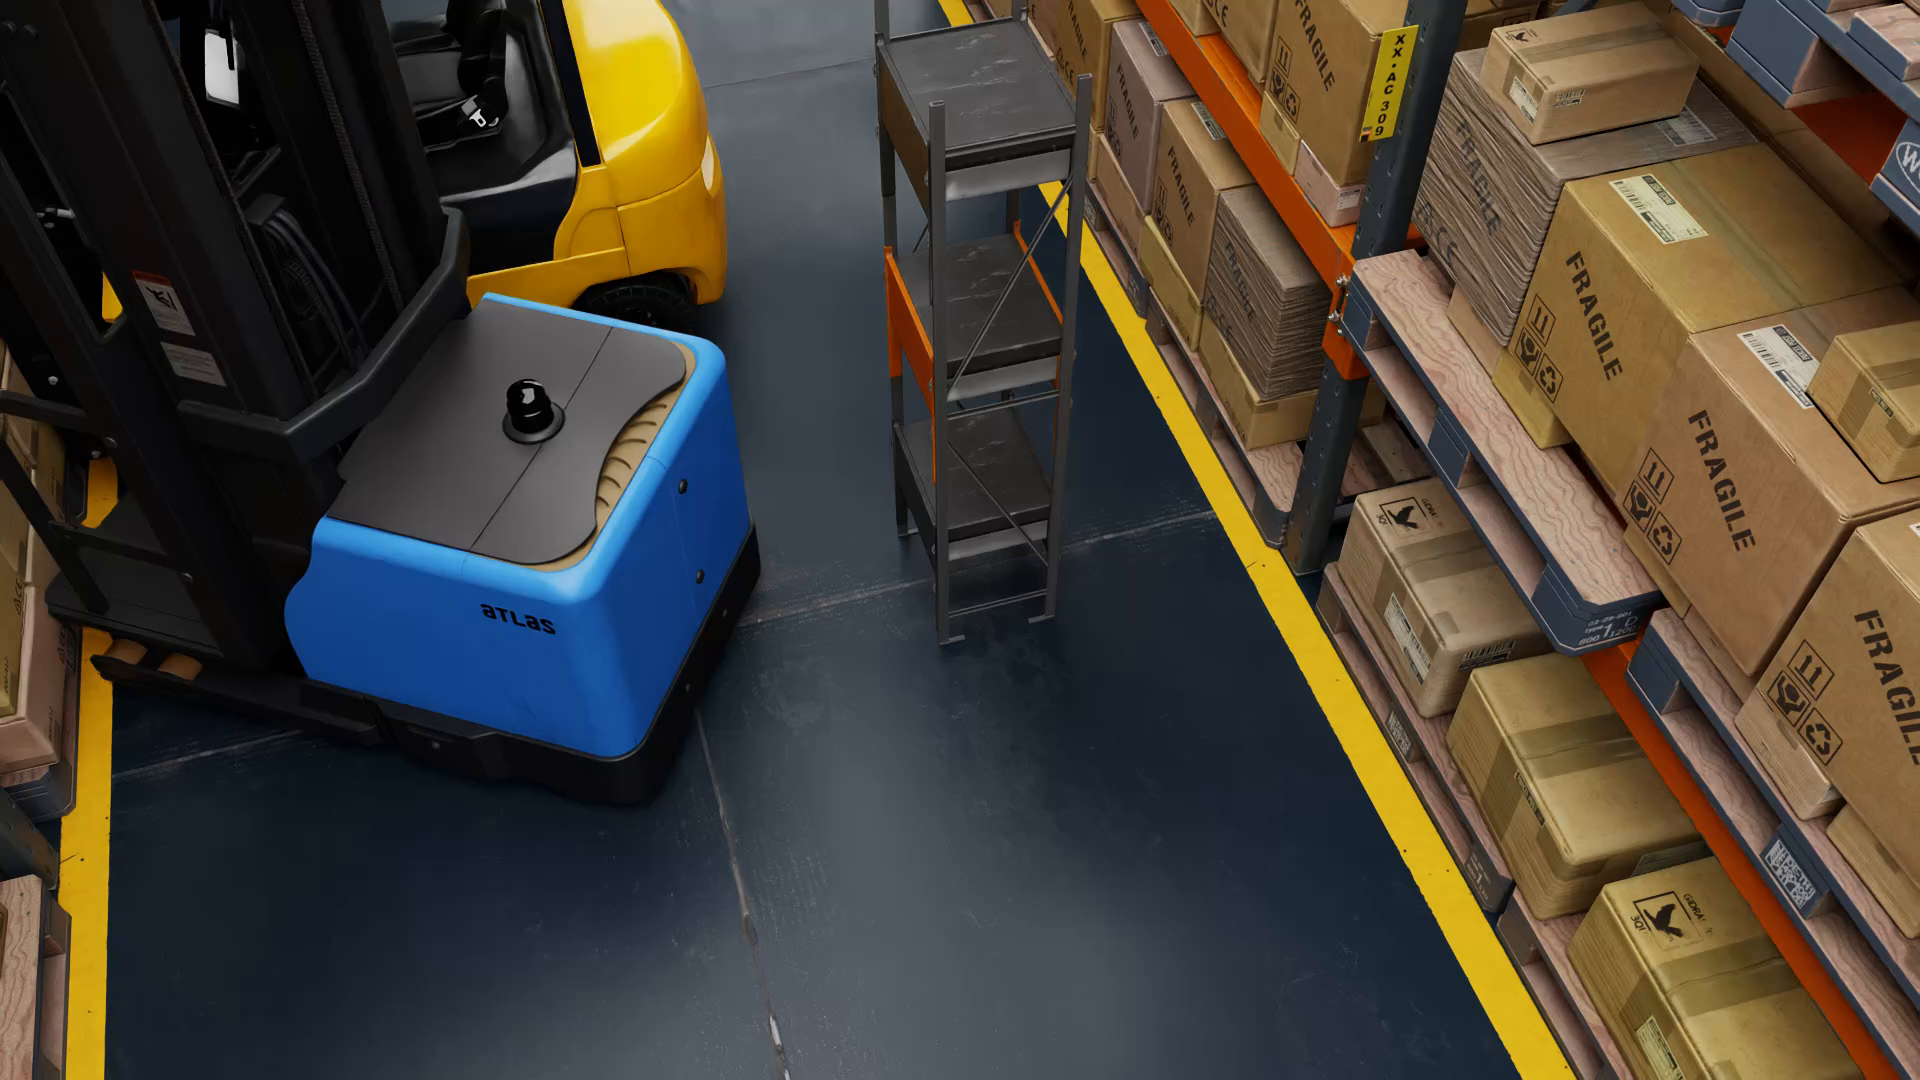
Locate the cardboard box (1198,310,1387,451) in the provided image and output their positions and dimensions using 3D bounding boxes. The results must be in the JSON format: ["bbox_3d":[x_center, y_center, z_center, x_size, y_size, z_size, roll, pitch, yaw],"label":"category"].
[{"bbox_3d":[1.166,-0.615,5.830,0.500,0.250,0.500,-11,51,-9],"label":"cardboard box"}]

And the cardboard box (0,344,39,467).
[{"bbox_3d":[-3.280,-0.440,5.356,0.500,0.250,0.500,-14,51,-11],"label":"cardboard box"}]

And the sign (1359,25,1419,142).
[{"bbox_3d":[1.081,-1.146,4.188,0.100,0.325,0.005,-13,51,-11],"label":"sign"}]

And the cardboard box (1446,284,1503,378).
[{"bbox_3d":[1.459,-0.574,4.162,0.380,0.149,0.250,-13,51,-10],"label":"cardboard box"}]

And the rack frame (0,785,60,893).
[{"bbox_3d":[-3.143,0.130,3.678,1.000,3.000,0.127,-13,51,-11],"label":"rack frame"}]

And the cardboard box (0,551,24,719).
[{"bbox_3d":[-2.991,0.297,4.735,0.500,0.250,0.500,-14,51,-11],"label":"cardboard box"}]

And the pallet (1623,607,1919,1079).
[{"bbox_3d":[2.156,0.552,3.448,1.003,0.211,1.213,-13,51,-11],"label":"pallet"}]

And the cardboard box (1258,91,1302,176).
[{"bbox_3d":[1.131,-1.260,5.015,0.380,0.149,0.250,-12,51,-10],"label":"cardboard box"}]

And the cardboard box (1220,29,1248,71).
[{"bbox_3d":[1.068,-1.653,5.346,0.380,0.149,0.250,-14,51,-11],"label":"cardboard box"}]

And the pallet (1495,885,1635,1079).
[{"bbox_3d":[2.194,1.365,4.461,1.003,0.211,1.213,-13,51,-11],"label":"pallet"}]

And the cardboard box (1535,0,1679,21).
[{"bbox_3d":[1.734,-1.507,4.799,0.500,0.500,0.500,-13,51,-11],"label":"cardboard box"}]

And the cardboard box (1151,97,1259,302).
[{"bbox_3d":[1.014,-1.228,5.857,0.500,0.500,0.500,-12,51,-10],"label":"cardboard box"}]

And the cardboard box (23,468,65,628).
[{"bbox_3d":[-3.135,0.086,5.240,0.500,0.250,0.500,-14,51,-12],"label":"cardboard box"}]

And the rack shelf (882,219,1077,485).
[{"bbox_3d":[0.049,-0.547,4.856,0.431,0.518,0.480,-13,51,-11],"label":"rack shelf"}]

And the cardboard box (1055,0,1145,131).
[{"bbox_3d":[0.696,-1.989,6.498,0.500,0.500,0.500,-12,51,-10],"label":"cardboard box"}]

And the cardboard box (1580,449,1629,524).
[{"bbox_3d":[1.681,-0.200,3.846,0.380,0.149,0.250,-10,51,-9],"label":"cardboard box"}]

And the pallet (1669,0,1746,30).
[{"bbox_3d":[1.678,-1.426,3.151,1.213,0.211,1.003,-13,51,-11],"label":"pallet"}]

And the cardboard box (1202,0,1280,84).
[{"bbox_3d":[1.070,-1.766,5.017,0.500,0.500,0.500,-12,51,-10],"label":"cardboard box"}]

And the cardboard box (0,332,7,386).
[{"bbox_3d":[-3.286,-0.602,5.165,0.500,0.250,0.500,-12,51,-10],"label":"cardboard box"}]

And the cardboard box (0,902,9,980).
[{"bbox_3d":[-2.978,1.139,4.107,0.875,0.625,0.625,-11,51,-9],"label":"cardboard box"}]

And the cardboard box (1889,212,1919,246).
[{"bbox_3d":[2.166,-0.681,3.403,0.380,0.149,0.250,-15,51,-12],"label":"cardboard box"}]

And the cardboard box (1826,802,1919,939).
[{"bbox_3d":[1.925,0.572,3.195,0.380,0.149,0.250,-15,51,-12],"label":"cardboard box"}]

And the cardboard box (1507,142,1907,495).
[{"bbox_3d":[1.611,-0.485,3.663,0.500,0.500,0.500,-13,51,-11],"label":"cardboard box"}]

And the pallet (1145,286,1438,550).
[{"bbox_3d":[1.365,-0.579,6.100,1.003,0.211,1.213,-13,51,-11],"label":"pallet"}]

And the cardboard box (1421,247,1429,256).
[{"bbox_3d":[1.681,-0.978,5.645,0.500,0.500,0.500,-11,51,-9],"label":"cardboard box"}]

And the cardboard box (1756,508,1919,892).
[{"bbox_3d":[1.906,0.252,3.041,0.500,0.500,0.500,-15,52,-12],"label":"cardboard box"}]

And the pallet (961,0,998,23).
[{"bbox_3d":[0.643,-2.361,7.602,1.003,0.211,1.213,-13,51,-11],"label":"pallet"}]

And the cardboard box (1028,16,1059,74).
[{"bbox_3d":[0.533,-2.139,7.115,0.500,0.250,0.500,-12,51,-10],"label":"cardboard box"}]

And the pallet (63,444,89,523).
[{"bbox_3d":[-3.703,-0.454,5.995,1.003,0.211,1.213,-13,51,-11],"label":"pallet"}]

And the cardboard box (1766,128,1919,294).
[{"bbox_3d":[2.101,-0.611,3.769,0.500,0.500,0.500,-13,51,-11],"label":"cardboard box"}]

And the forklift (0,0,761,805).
[{"bbox_3d":[-2.241,-0.804,4.510,3.031,2.935,1.130,13,51,11],"label":"forklift"}]

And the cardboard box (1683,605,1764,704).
[{"bbox_3d":[1.789,0.178,3.527,0.380,0.149,0.250,-13,51,-11],"label":"cardboard box"}]

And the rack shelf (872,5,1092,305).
[{"bbox_3d":[0.049,-0.998,4.321,0.431,0.518,0.480,-13,51,-11],"label":"rack shelf"}]

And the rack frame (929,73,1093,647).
[{"bbox_3d":[0.121,-0.378,4.695,0.400,2.100,0.015,-13,51,-11],"label":"rack frame"}]

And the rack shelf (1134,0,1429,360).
[{"bbox_3d":[1.006,-2.224,6.133,1.077,0.370,4.000,-13,51,-11],"label":"rack shelf"}]

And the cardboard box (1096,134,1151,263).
[{"bbox_3d":[0.853,-1.374,6.470,0.500,0.250,0.500,-13,51,-10],"label":"cardboard box"}]

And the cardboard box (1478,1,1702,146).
[{"bbox_3d":[1.399,-1.044,3.709,0.380,0.149,0.250,-14,51,-11],"label":"cardboard box"}]

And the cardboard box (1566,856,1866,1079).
[{"bbox_3d":[2.178,1.131,4.279,0.950,0.372,0.625,-12,51,-10],"label":"cardboard box"}]

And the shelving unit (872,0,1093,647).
[{"bbox_3d":[0.049,-0.556,4.845,0.431,2.100,0.503,-13,51,-11],"label":"shelving unit"}]

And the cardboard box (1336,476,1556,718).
[{"bbox_3d":[1.755,0.099,5.148,0.950,0.372,0.625,-13,51,-11],"label":"cardboard box"}]
